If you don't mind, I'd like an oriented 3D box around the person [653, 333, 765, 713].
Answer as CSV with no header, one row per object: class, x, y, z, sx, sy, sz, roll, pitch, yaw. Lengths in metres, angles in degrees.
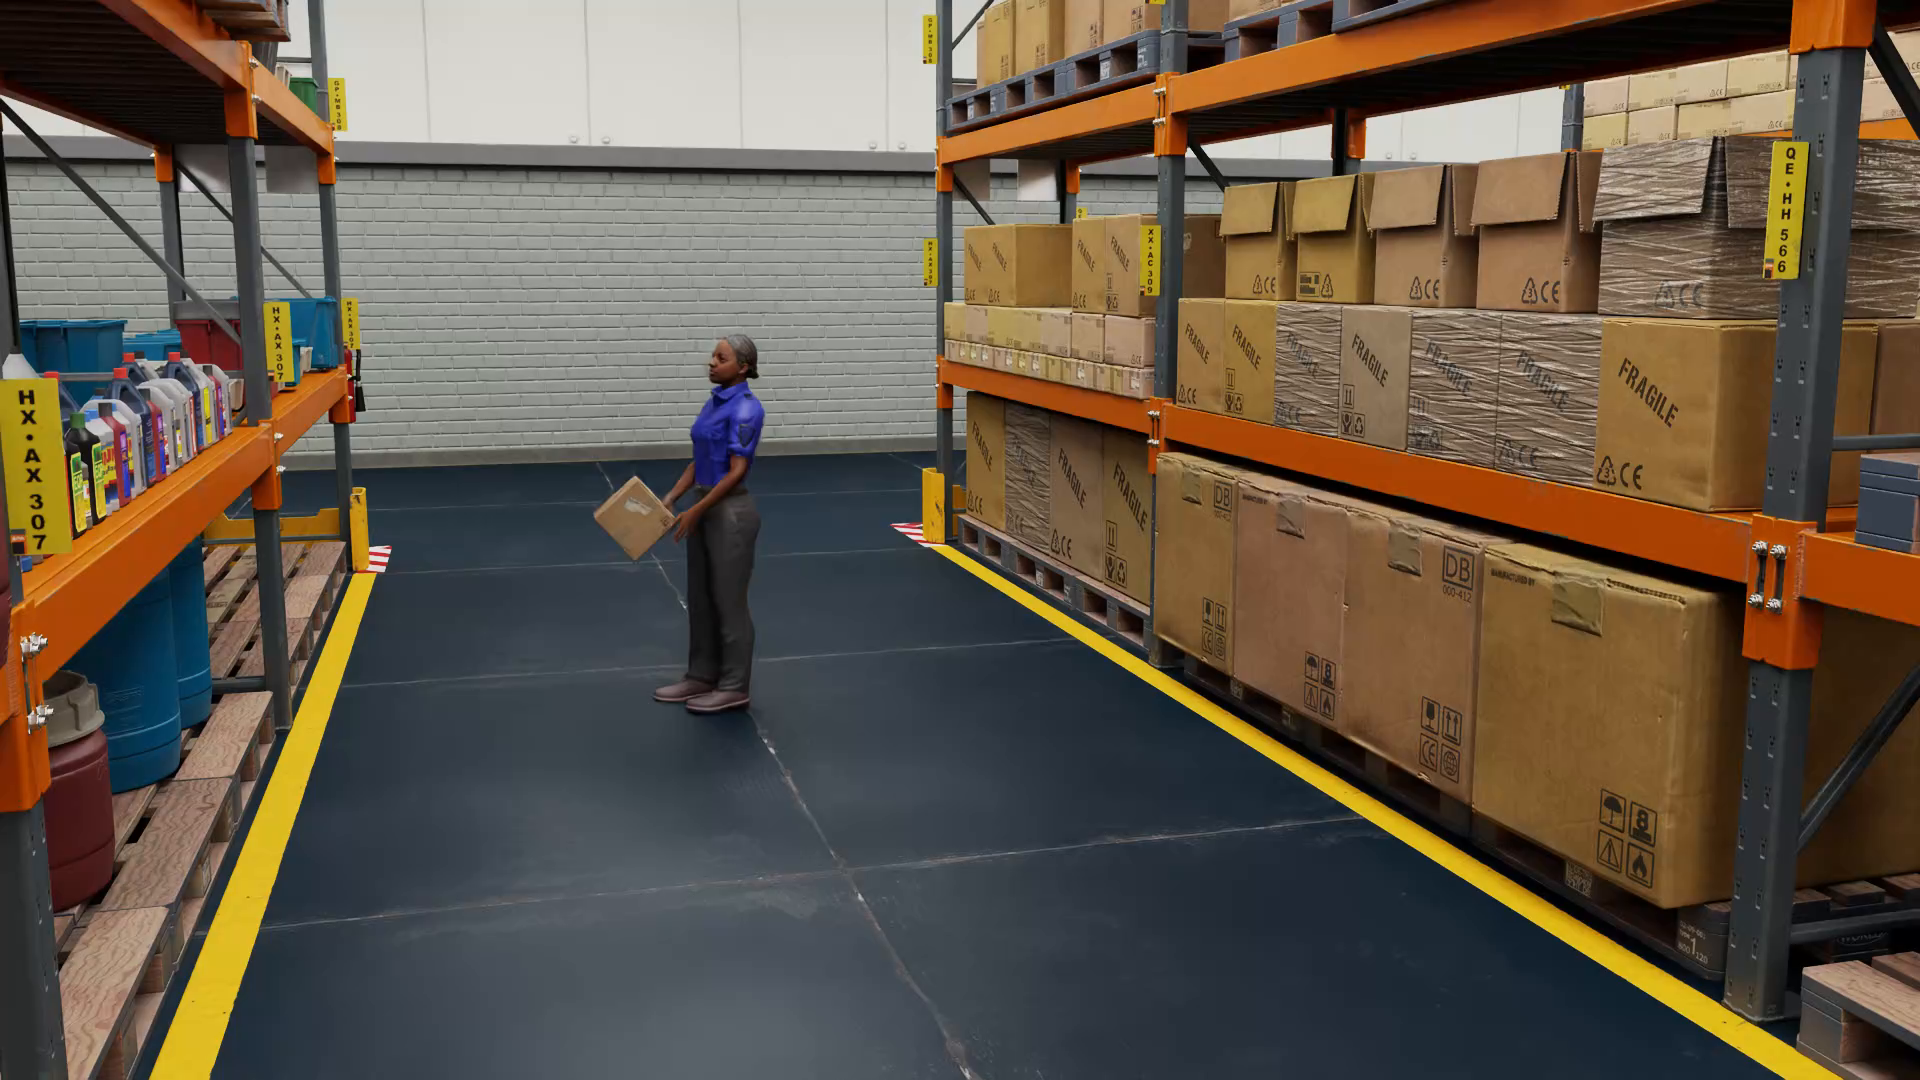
person,-1.097,-0.073,7.319,0.463,1.659,0.518,-5,11,-29
